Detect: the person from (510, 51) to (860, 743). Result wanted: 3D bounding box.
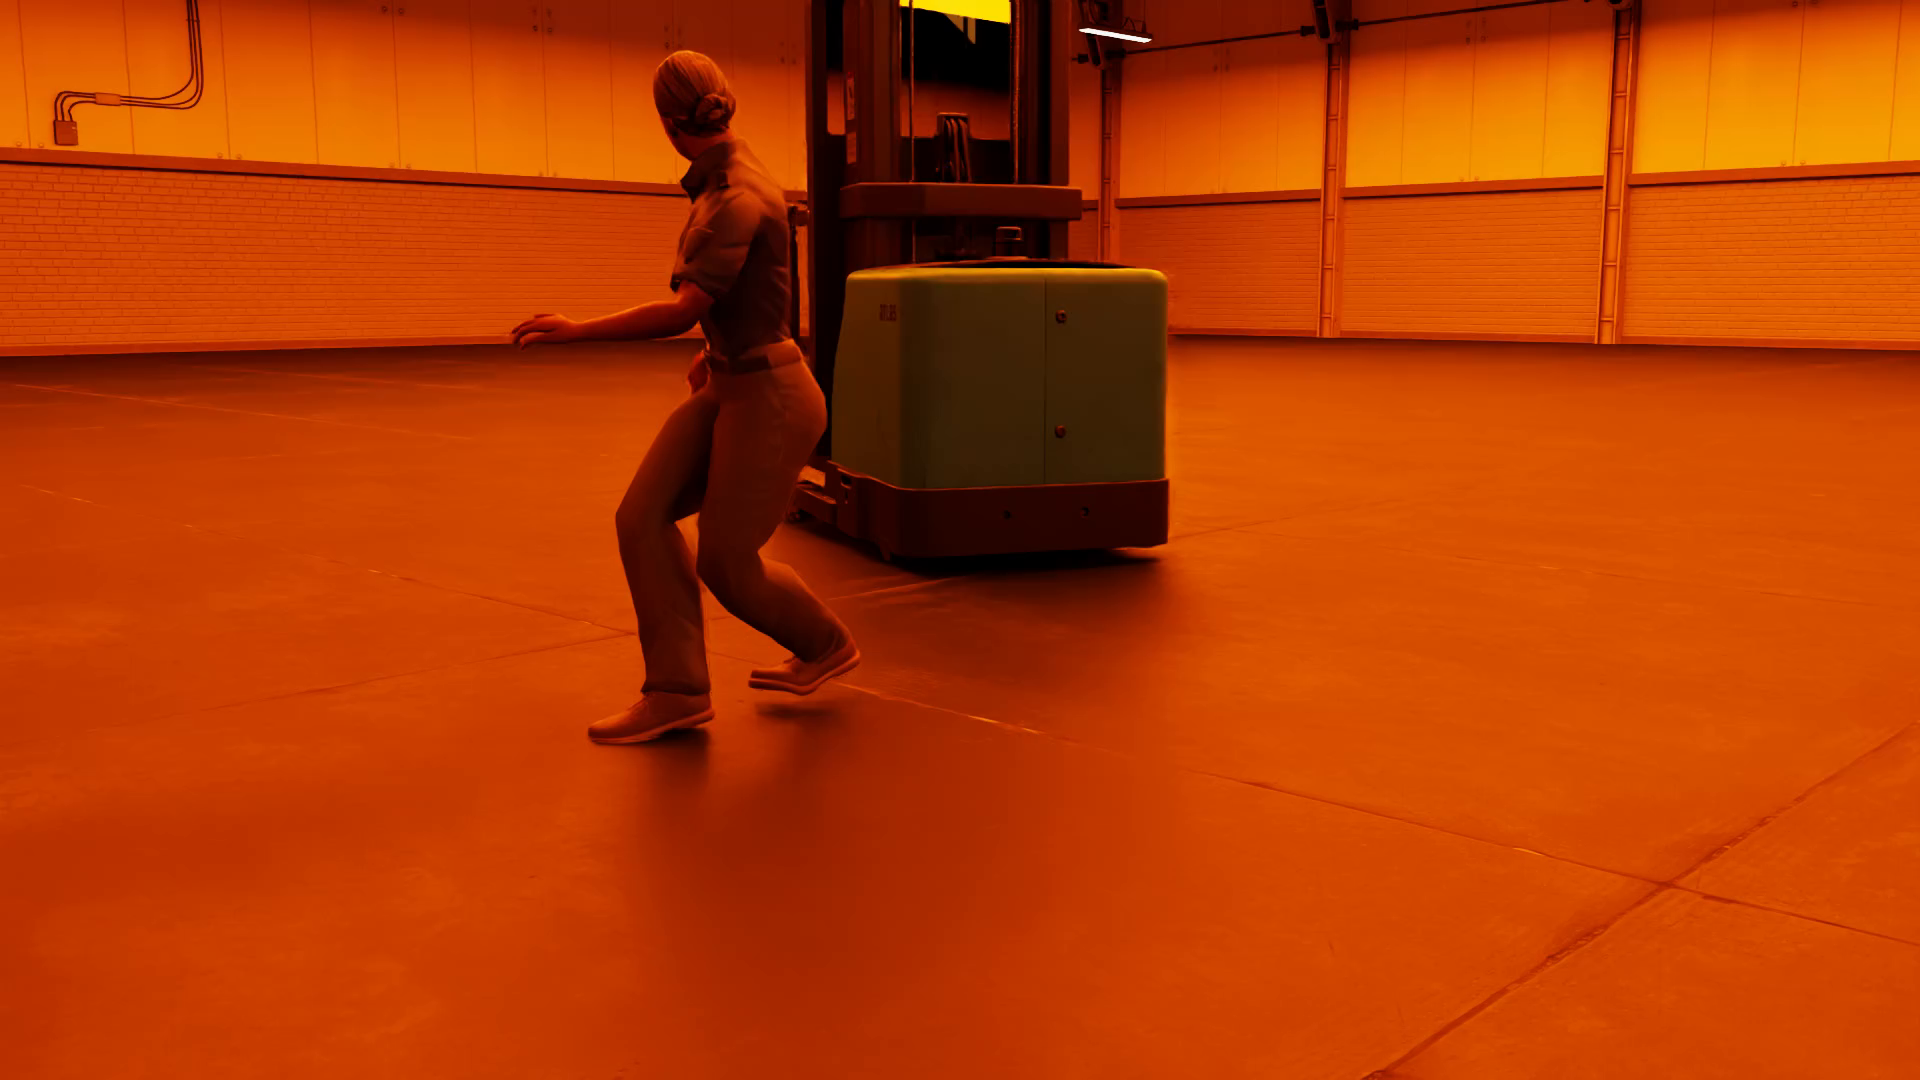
[{"bbox_3d":[-0.643,-0.330,3.872,0.817,1.530,0.785,-4,9,-23],"label":"person"}]

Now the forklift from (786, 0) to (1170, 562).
[{"bbox_3d":[-0.180,-1.550,7.166,1.130,2.935,3.031,-3,9,-18],"label":"forklift"}]
